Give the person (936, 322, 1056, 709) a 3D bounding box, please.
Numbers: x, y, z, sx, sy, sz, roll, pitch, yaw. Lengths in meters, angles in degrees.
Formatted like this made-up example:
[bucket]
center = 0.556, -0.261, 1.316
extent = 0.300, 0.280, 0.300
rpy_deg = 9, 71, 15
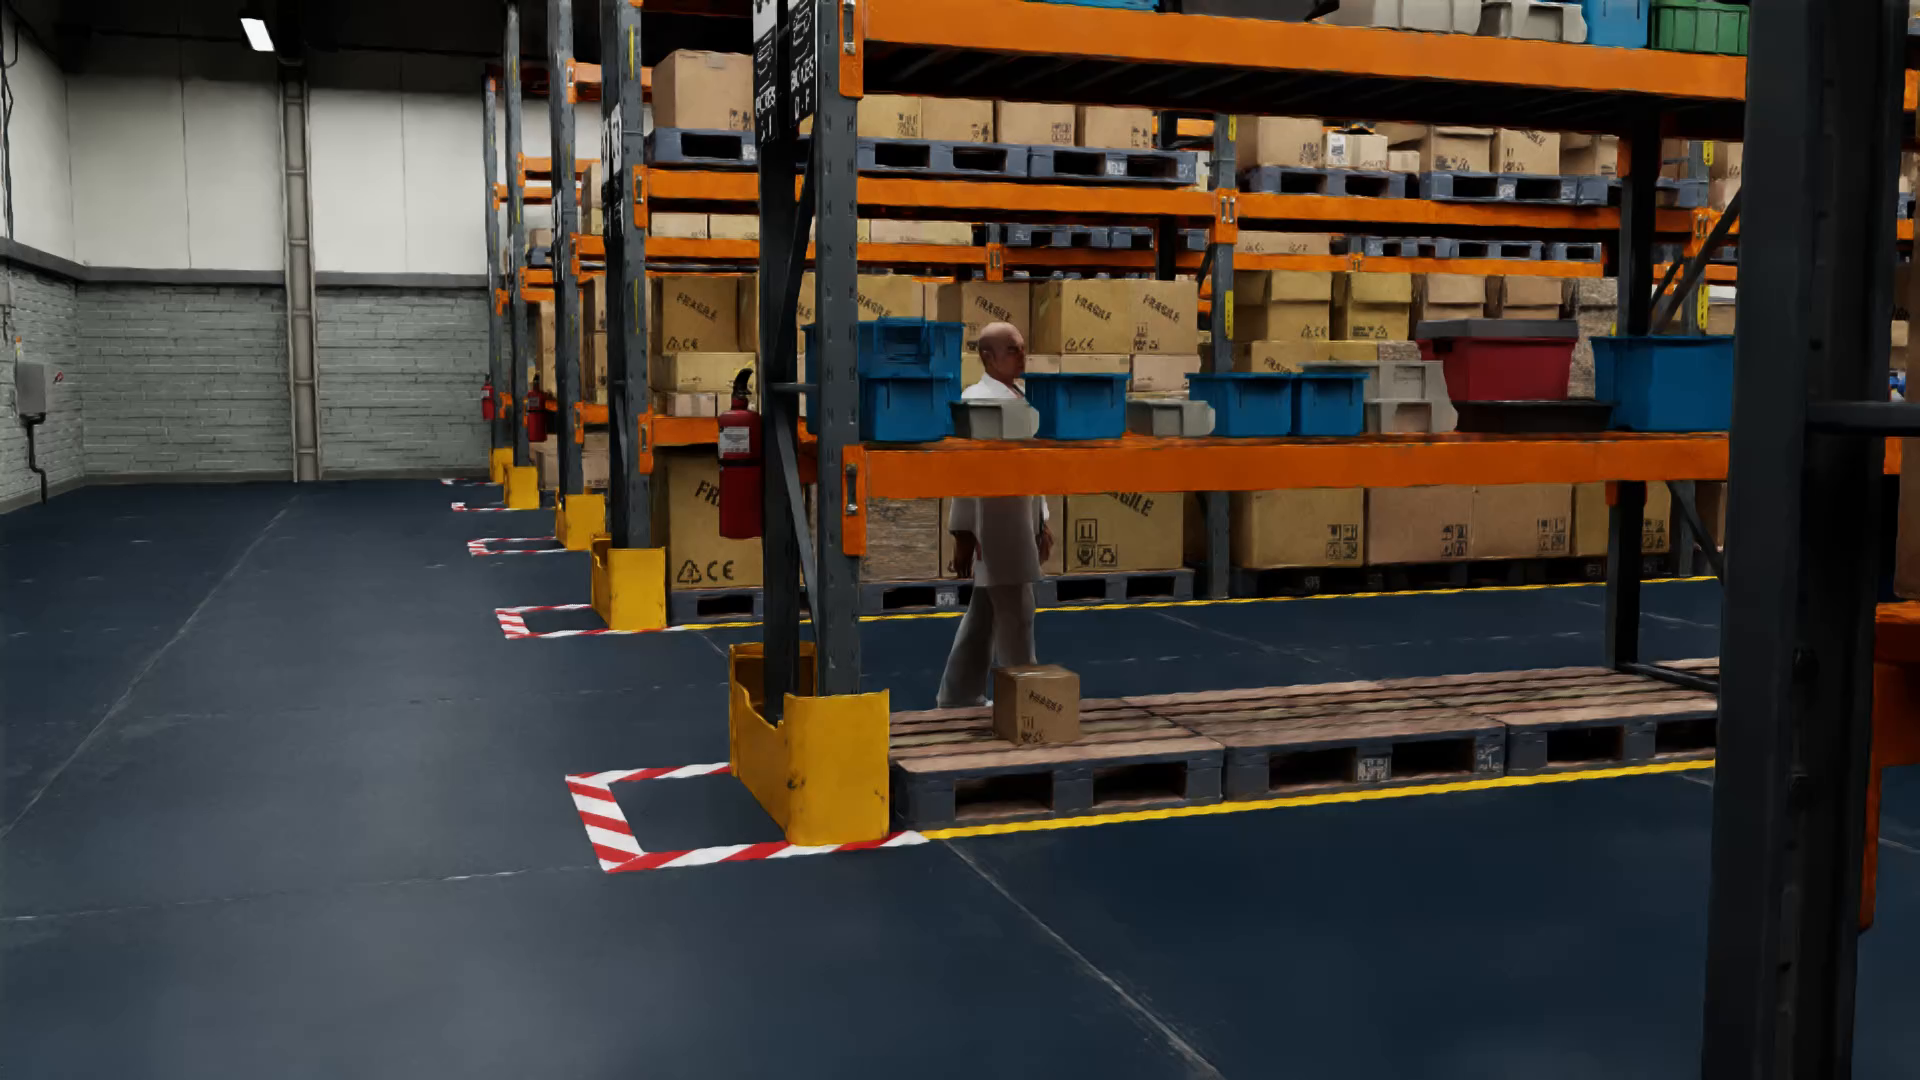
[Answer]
[person]
center = 0.193, -0.039, 7.095
extent = 0.705, 1.772, 0.685
rpy_deg = 2, 6, 22
